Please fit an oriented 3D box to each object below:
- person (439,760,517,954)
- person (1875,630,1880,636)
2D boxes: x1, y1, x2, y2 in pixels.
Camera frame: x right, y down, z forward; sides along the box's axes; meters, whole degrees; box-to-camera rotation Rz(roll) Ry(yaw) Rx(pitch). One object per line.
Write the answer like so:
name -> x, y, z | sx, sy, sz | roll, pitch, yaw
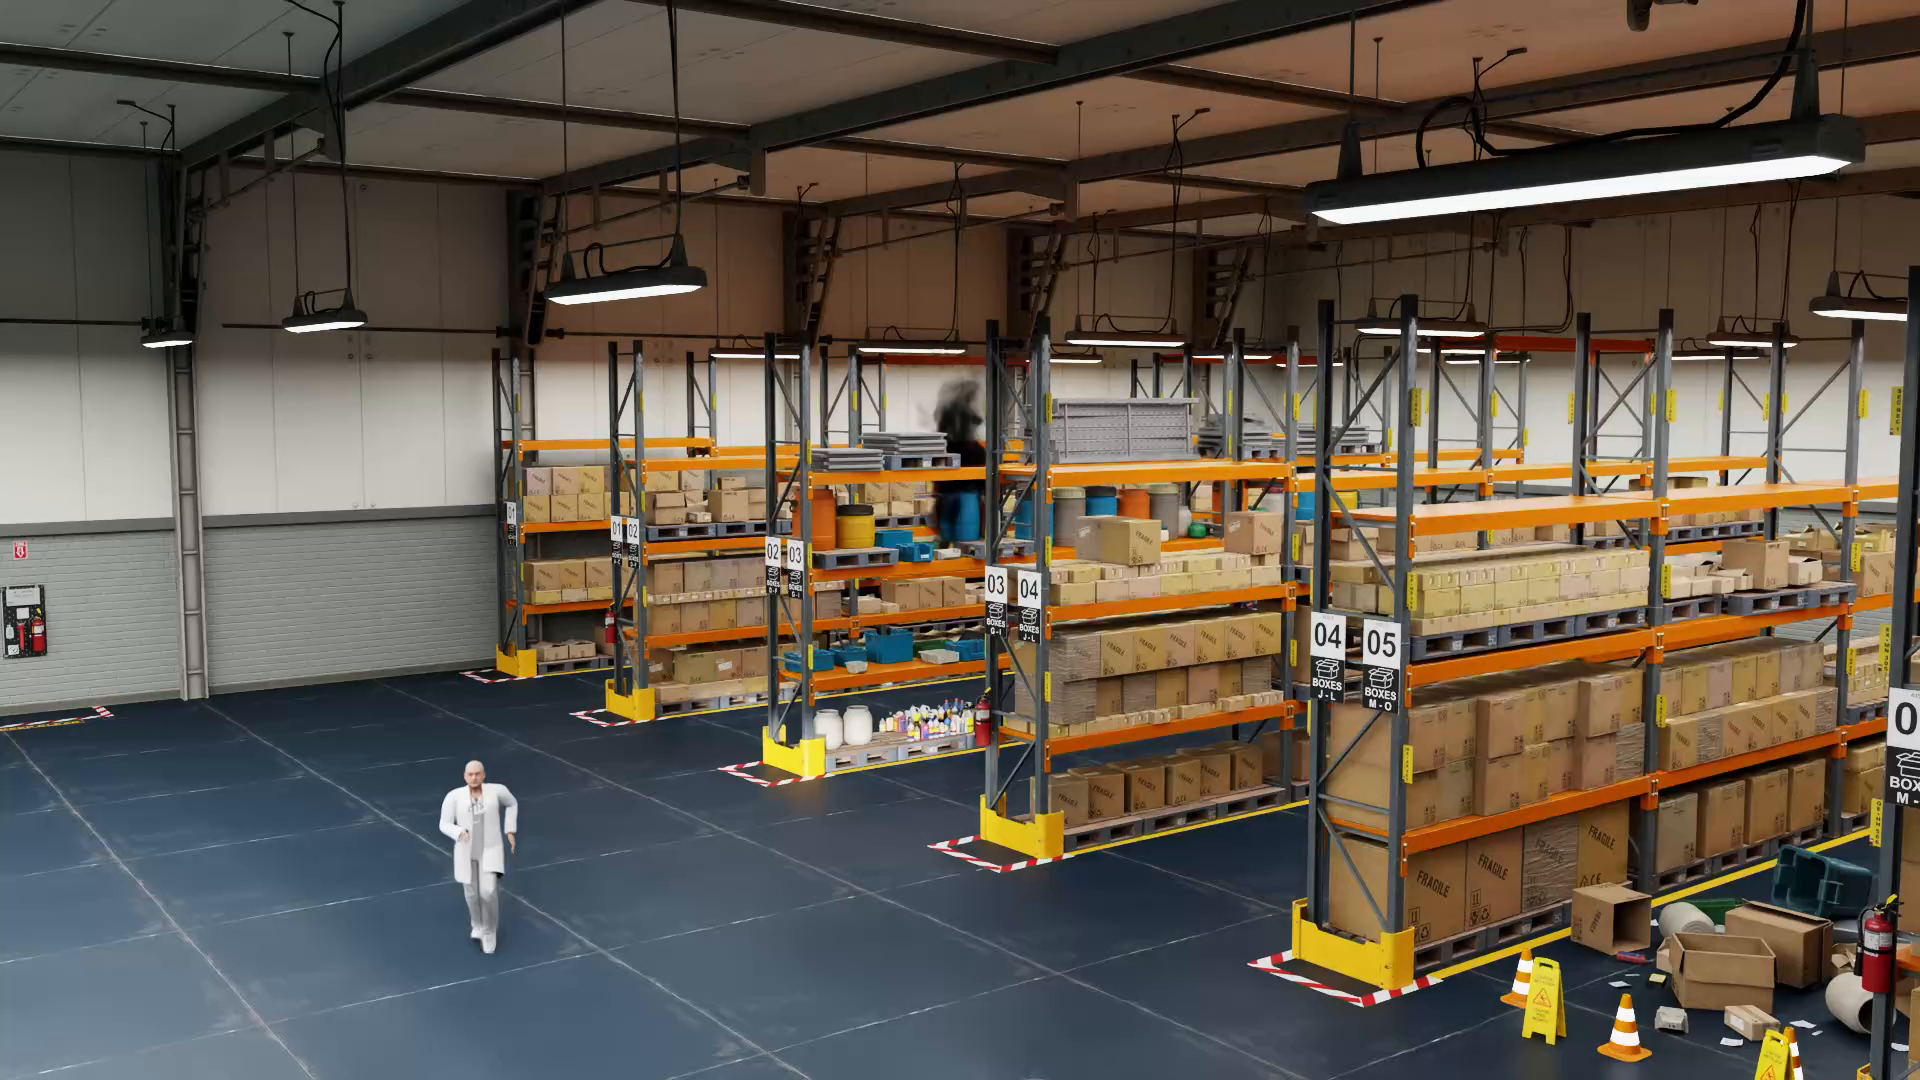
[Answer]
person -> -4.462, 2.936, 15.411 | 0.668, 1.806, 0.852 | -1, 5, -10
person -> 13.811, 2.171, 24.828 | 0.784, 1.699, 0.565 | -3, 6, -28
